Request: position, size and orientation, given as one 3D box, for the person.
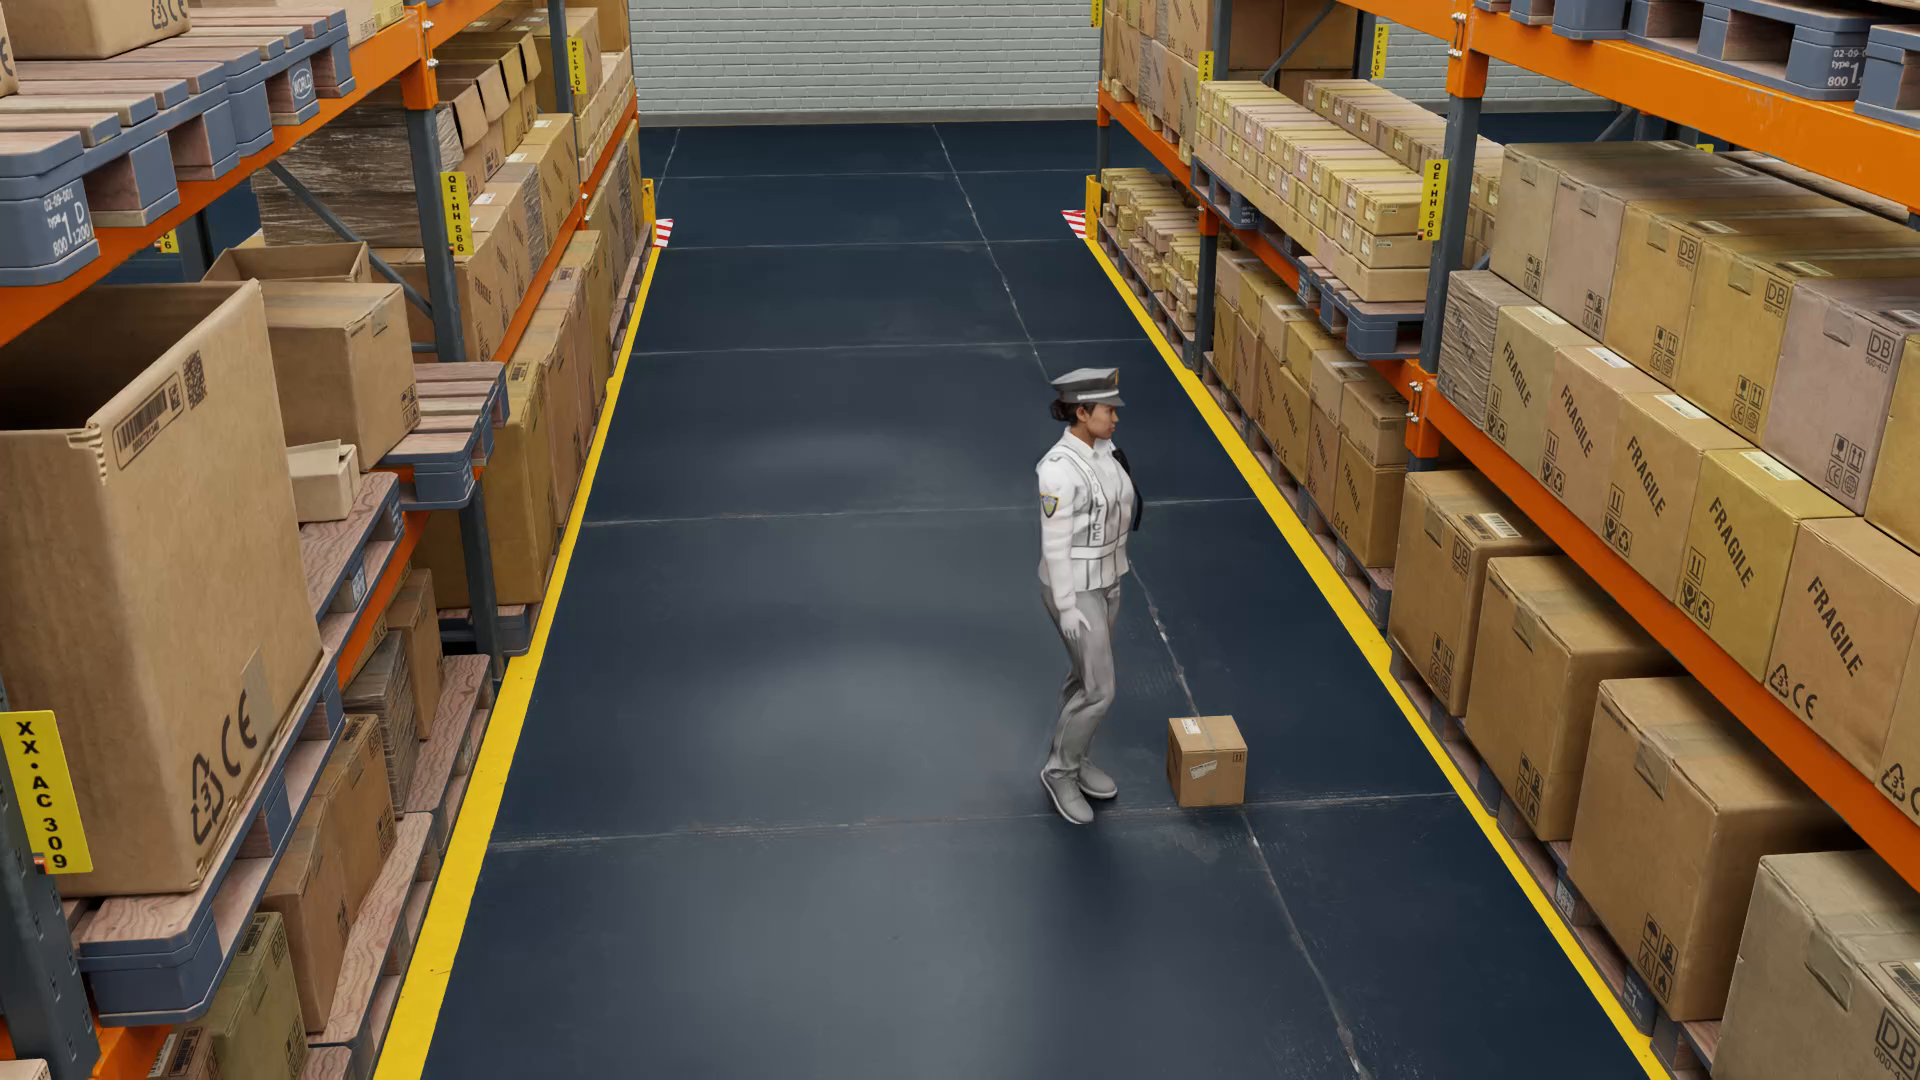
[{"bbox_3d":[0.475,0.194,6.159,0.374,1.709,0.527,13,27,27],"label":"person"}]
